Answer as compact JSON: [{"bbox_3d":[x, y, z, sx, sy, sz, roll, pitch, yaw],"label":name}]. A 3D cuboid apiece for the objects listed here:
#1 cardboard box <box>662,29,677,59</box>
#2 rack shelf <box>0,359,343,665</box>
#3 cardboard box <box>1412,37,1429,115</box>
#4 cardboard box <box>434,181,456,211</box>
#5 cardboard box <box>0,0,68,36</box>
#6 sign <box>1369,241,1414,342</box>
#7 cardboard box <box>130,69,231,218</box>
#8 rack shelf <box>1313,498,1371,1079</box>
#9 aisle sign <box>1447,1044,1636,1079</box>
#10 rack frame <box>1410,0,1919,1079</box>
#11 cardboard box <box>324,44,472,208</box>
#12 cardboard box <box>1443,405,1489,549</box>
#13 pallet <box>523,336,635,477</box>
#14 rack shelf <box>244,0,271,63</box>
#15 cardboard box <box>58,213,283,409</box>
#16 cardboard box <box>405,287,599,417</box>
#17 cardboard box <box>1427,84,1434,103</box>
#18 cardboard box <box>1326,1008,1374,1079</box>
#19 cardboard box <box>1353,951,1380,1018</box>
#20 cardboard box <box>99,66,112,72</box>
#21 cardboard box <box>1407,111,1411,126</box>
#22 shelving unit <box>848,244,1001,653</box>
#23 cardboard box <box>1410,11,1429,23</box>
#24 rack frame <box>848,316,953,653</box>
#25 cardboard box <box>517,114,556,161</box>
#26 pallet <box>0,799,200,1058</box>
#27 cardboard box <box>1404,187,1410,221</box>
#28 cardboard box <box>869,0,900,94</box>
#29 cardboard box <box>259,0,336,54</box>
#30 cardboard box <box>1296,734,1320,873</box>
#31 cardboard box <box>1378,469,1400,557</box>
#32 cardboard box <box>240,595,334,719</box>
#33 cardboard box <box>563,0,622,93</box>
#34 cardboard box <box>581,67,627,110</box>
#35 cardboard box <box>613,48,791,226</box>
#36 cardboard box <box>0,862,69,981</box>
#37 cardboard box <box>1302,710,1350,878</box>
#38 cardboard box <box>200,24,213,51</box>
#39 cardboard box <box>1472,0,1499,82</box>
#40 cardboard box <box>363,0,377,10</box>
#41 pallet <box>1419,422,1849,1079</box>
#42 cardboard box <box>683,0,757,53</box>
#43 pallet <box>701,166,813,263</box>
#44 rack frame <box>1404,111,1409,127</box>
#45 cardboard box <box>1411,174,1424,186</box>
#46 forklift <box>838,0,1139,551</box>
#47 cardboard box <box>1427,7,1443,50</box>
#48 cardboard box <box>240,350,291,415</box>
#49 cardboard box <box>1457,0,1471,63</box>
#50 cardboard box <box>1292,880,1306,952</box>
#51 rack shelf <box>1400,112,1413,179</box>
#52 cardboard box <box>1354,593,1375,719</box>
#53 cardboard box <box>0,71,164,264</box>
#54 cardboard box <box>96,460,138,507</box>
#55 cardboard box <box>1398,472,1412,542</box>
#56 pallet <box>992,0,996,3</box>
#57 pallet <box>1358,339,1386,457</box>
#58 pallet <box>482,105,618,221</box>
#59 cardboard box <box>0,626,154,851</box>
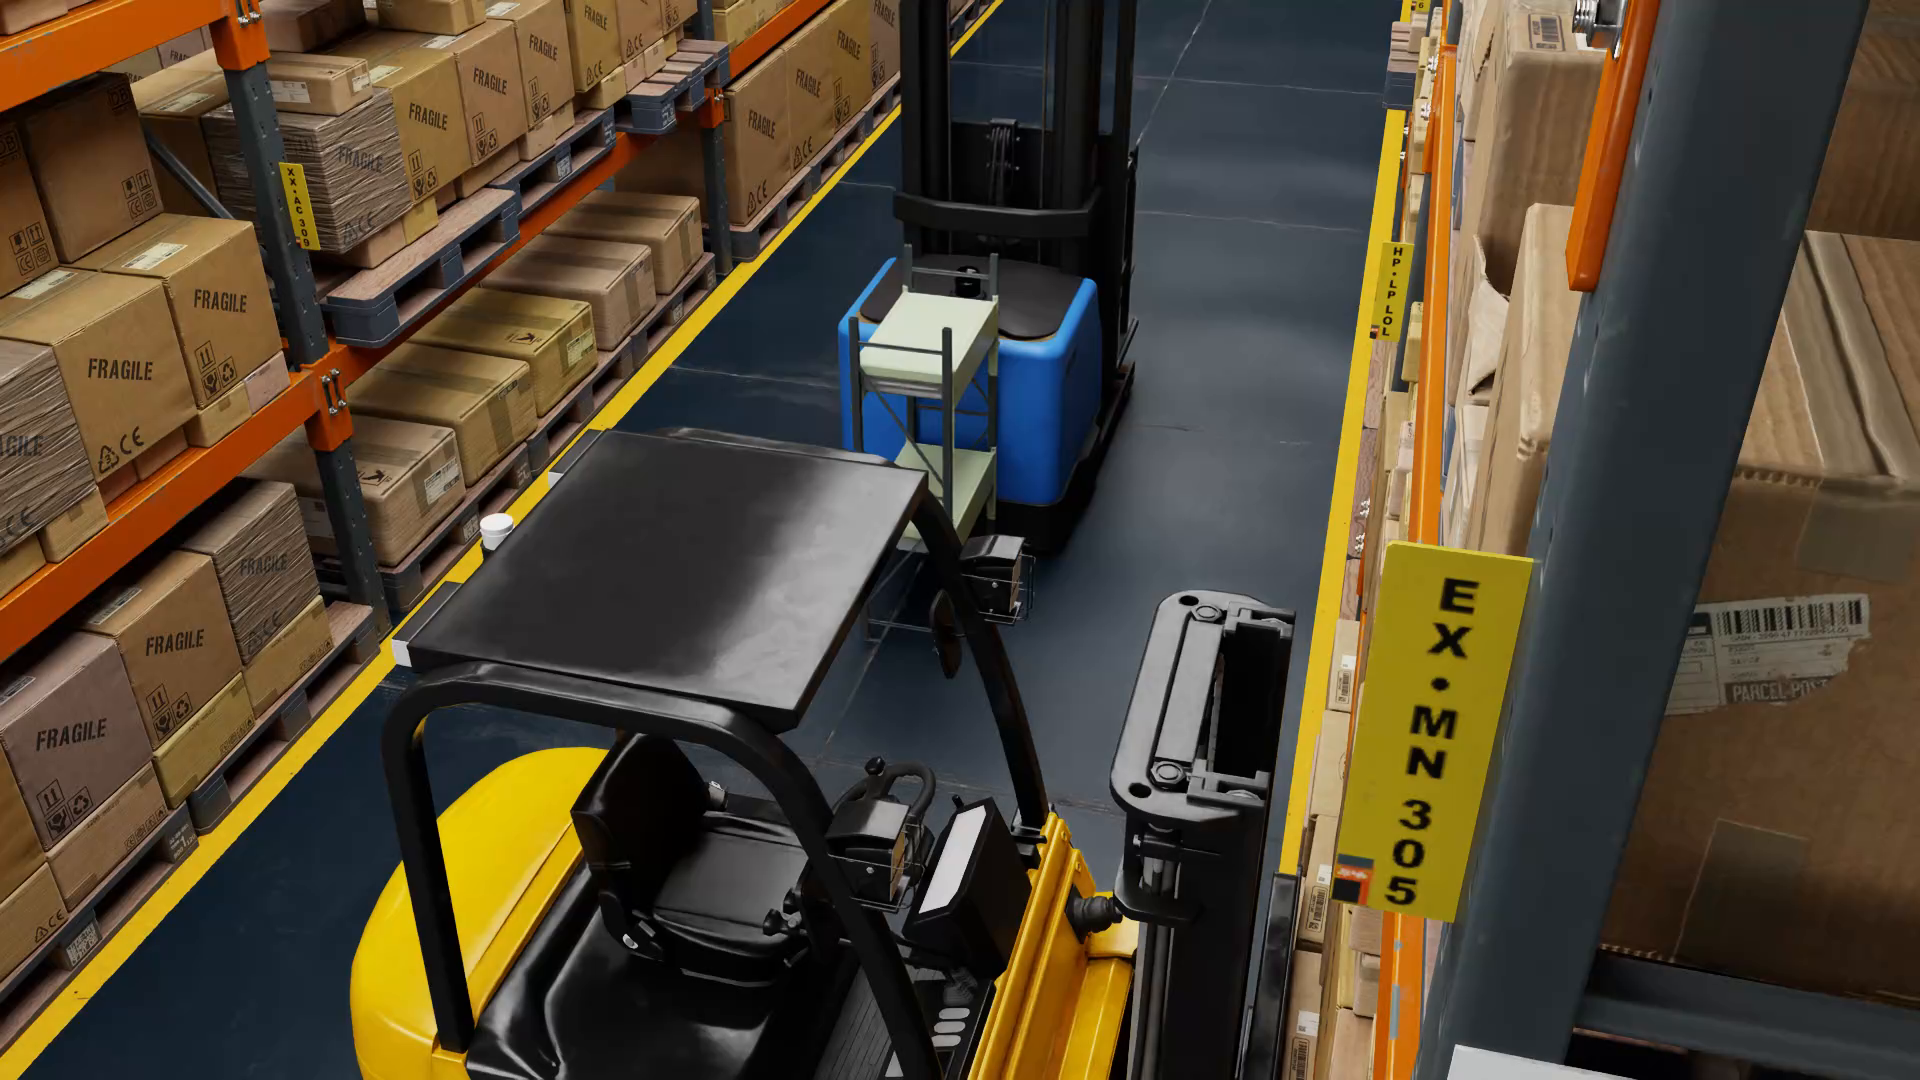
[{"bbox_3d":[-1.772,-2.713,9.065,0.380,0.149,0.250,9,33,13],"label":"cardboard box"},{"bbox_3d":[-3.441,0.424,4.958,1.077,0.370,4.000,8,33,12],"label":"rack shelf"},{"bbox_3d":[2.510,-2.274,8.204,0.500,0.250,0.500,8,33,12],"label":"cardboard box"},{"bbox_3d":[-2.418,-1.518,7.185,0.380,0.149,0.250,10,34,15],"label":"cardboard box"},{"bbox_3d":[-2.910,-1.617,4.936,0.380,0.149,0.250,8,33,13],"label":"cardboard box"},{"bbox_3d":[1.341,-0.768,5.156,0.100,0.325,0.005,8,33,12],"label":"sign"},{"bbox_3d":[-3.039,-1.533,6.604,0.500,0.500,0.500,7,33,11],"label":"cardboard box"},{"bbox_3d":[1.361,1.098,3.898,1.077,0.370,4.000,8,33,12],"label":"rack shelf"},{"bbox_3d":[0.553,0.729,1.384,0.394,0.787,0.004,8,33,12],"label":"aisle sign"},{"bbox_3d":[0.850,-0.700,0.464,0.949,2.616,0.053,8,33,12],"label":"rack frame"},{"bbox_3d":[-2.411,-1.727,6.908,0.500,0.500,0.500,8,33,13],"label":"cardboard box"},{"bbox_3d":[0.770,-0.019,1.937,0.380,0.149,0.250,7,33,11],"label":"cardboard box"},{"bbox_3d":[-2.430,-0.780,8.780,1.003,0.211,1.213,8,33,12],"label":"pallet"},{"bbox_3d":[-2.426,-2.918,7.418,1.077,0.370,4.000,8,33,12],"label":"rack shelf"},{"bbox_3d":[-2.806,-0.821,5.875,0.500,0.500,0.500,7,33,11],"label":"cardboard box"},{"bbox_3d":[-2.449,-0.993,8.574,0.950,0.372,0.625,9,34,14],"label":"cardboard box"},{"bbox_3d":[2.200,-1.839,7.149,0.380,0.149,0.250,9,33,13],"label":"cardboard box"},{"bbox_3d":[0.865,1.231,2.925,0.500,0.500,0.500,9,34,14],"label":"cardboard box"},{"bbox_3d":[0.927,0.763,3.056,0.380,0.149,0.250,7,33,11],"label":"cardboard box"},{"bbox_3d":[-6.306,-3.069,11.721,0.500,0.500,0.500,7,33,10],"label":"cardboard box"},{"bbox_3d":[3.558,-3.297,12.079,0.500,0.500,0.500,9,34,14],"label":"cardboard box"},{"bbox_3d":[-0.131,-0.370,6.934,0.431,1.500,0.755,8,33,13],"label":"shelving unit"},{"bbox_3d":[2.838,-3.025,9.461,0.500,0.250,0.500,6,33,10],"label":"cardboard box"},{"bbox_3d":[-0.225,-0.180,6.636,0.400,1.500,0.023,8,33,13],"label":"rack frame"},{"bbox_3d":[-2.130,-1.905,7.794,0.380,0.149,0.250,9,34,14],"label":"cardboard box"},{"bbox_3d":[-3.378,1.248,5.591,1.003,0.211,1.213,8,33,12],"label":"pallet"},{"bbox_3d":[2.278,-1.531,7.501,0.500,0.250,0.500,7,33,11],"label":"cardboard box"},{"bbox_3d":[-0.984,-4.017,12.862,0.875,0.875,0.875,9,34,14],"label":"cardboard box"},{"bbox_3d":[-2.873,-2.166,6.995,0.380,0.149,0.250,7,33,11],"label":"cardboard box"},{"bbox_3d":[1.425,0.945,5.638,0.500,0.250,0.500,8,33,13],"label":"cardboard box"},{"bbox_3d":[1.295,-0.039,4.317,0.380,0.149,0.250,9,33,13],"label":"cardboard box"},{"bbox_3d":[-2.824,0.409,6.482,0.500,0.250,0.500,10,34,15],"label":"cardboard box"},{"bbox_3d":[-2.013,-2.533,8.176,0.500,0.500,0.500,6,33,9],"label":"cardboard box"},{"bbox_3d":[-1.921,-2.302,8.418,0.380,0.149,0.250,9,33,13],"label":"cardboard box"},{"bbox_3d":[-1.663,-2.621,10.666,0.875,0.875,0.875,8,33,12],"label":"cardboard box"},{"bbox_3d":[-3.214,1.212,5.220,0.500,0.250,0.500,10,34,16],"label":"cardboard box"},{"bbox_3d":[1.303,0.790,4.951,0.500,0.250,0.500,8,33,12],"label":"cardboard box"},{"bbox_3d":[-5.926,-3.863,12.969,0.500,0.500,0.500,7,33,11],"label":"cardboard box"},{"bbox_3d":[1.272,-0.776,2.798,0.797,0.503,0.637,9,34,14],"label":"cardboard box"},{"bbox_3d":[-2.645,-2.330,7.857,0.500,0.500,0.500,7,33,11],"label":"cardboard box"},{"bbox_3d":[1.058,0.240,1.863,1.003,0.211,1.213,8,33,12],"label":"pallet"},{"bbox_3d":[-1.551,-3.150,10.048,0.500,0.250,0.500,7,33,12],"label":"cardboard box"},{"bbox_3d":[-1.646,-2.215,11.038,1.003,0.211,1.213,8,33,12],"label":"pallet"},{"bbox_3d":[3.899,-4.395,11.868,1.000,3.000,0.127,8,33,12],"label":"rack frame"},{"bbox_3d":[2.005,-1.213,6.537,0.500,0.250,0.500,9,33,13],"label":"cardboard box"},{"bbox_3d":[0.321,-1.971,8.119,1.130,2.935,3.031,8,33,13],"label":"forklift"},{"bbox_3d":[2.518,-2.510,8.205,0.380,0.149,0.250,9,34,14],"label":"cardboard box"},{"bbox_3d":[-2.720,-0.603,6.137,0.380,0.149,0.250,8,33,12],"label":"cardboard box"},{"bbox_3d":[1.422,-1.293,3.790,0.500,0.311,0.500,9,33,13],"label":"cardboard box"},{"bbox_3d":[1.182,1.258,4.680,0.500,0.250,0.500,8,33,12],"label":"cardboard box"},{"bbox_3d":[3.391,-3.054,10.428,1.077,0.370,4.000,8,33,12],"label":"rack shelf"},{"bbox_3d":[1.260,0.444,4.162,0.500,0.500,0.500,8,33,12],"label":"cardboard box"},{"bbox_3d":[-3.255,-1.308,5.710,0.700,0.500,0.500,8,33,12],"label":"cardboard box"},{"bbox_3d":[-2.995,-0.221,5.536,0.380,0.149,0.250,8,33,12],"label":"cardboard box"},{"bbox_3d":[1.261,-0.021,4.011,0.380,0.149,0.250,8,33,12],"label":"cardboard box"},{"bbox_3d":[-0.016,-5.542,16.271,1.003,0.211,1.213,8,33,12],"label":"pallet"},{"bbox_3d":[2.637,-0.721,8.687,1.003,0.211,1.213,8,33,12],"label":"pallet"},{"bbox_3d":[-2.381,-1.880,8.089,1.003,0.211,1.213,8,33,12],"label":"pallet"},{"bbox_3d":[-3.080,0.622,5.449,0.500,0.500,0.500,10,34,15],"label":"cardboard box"}]
